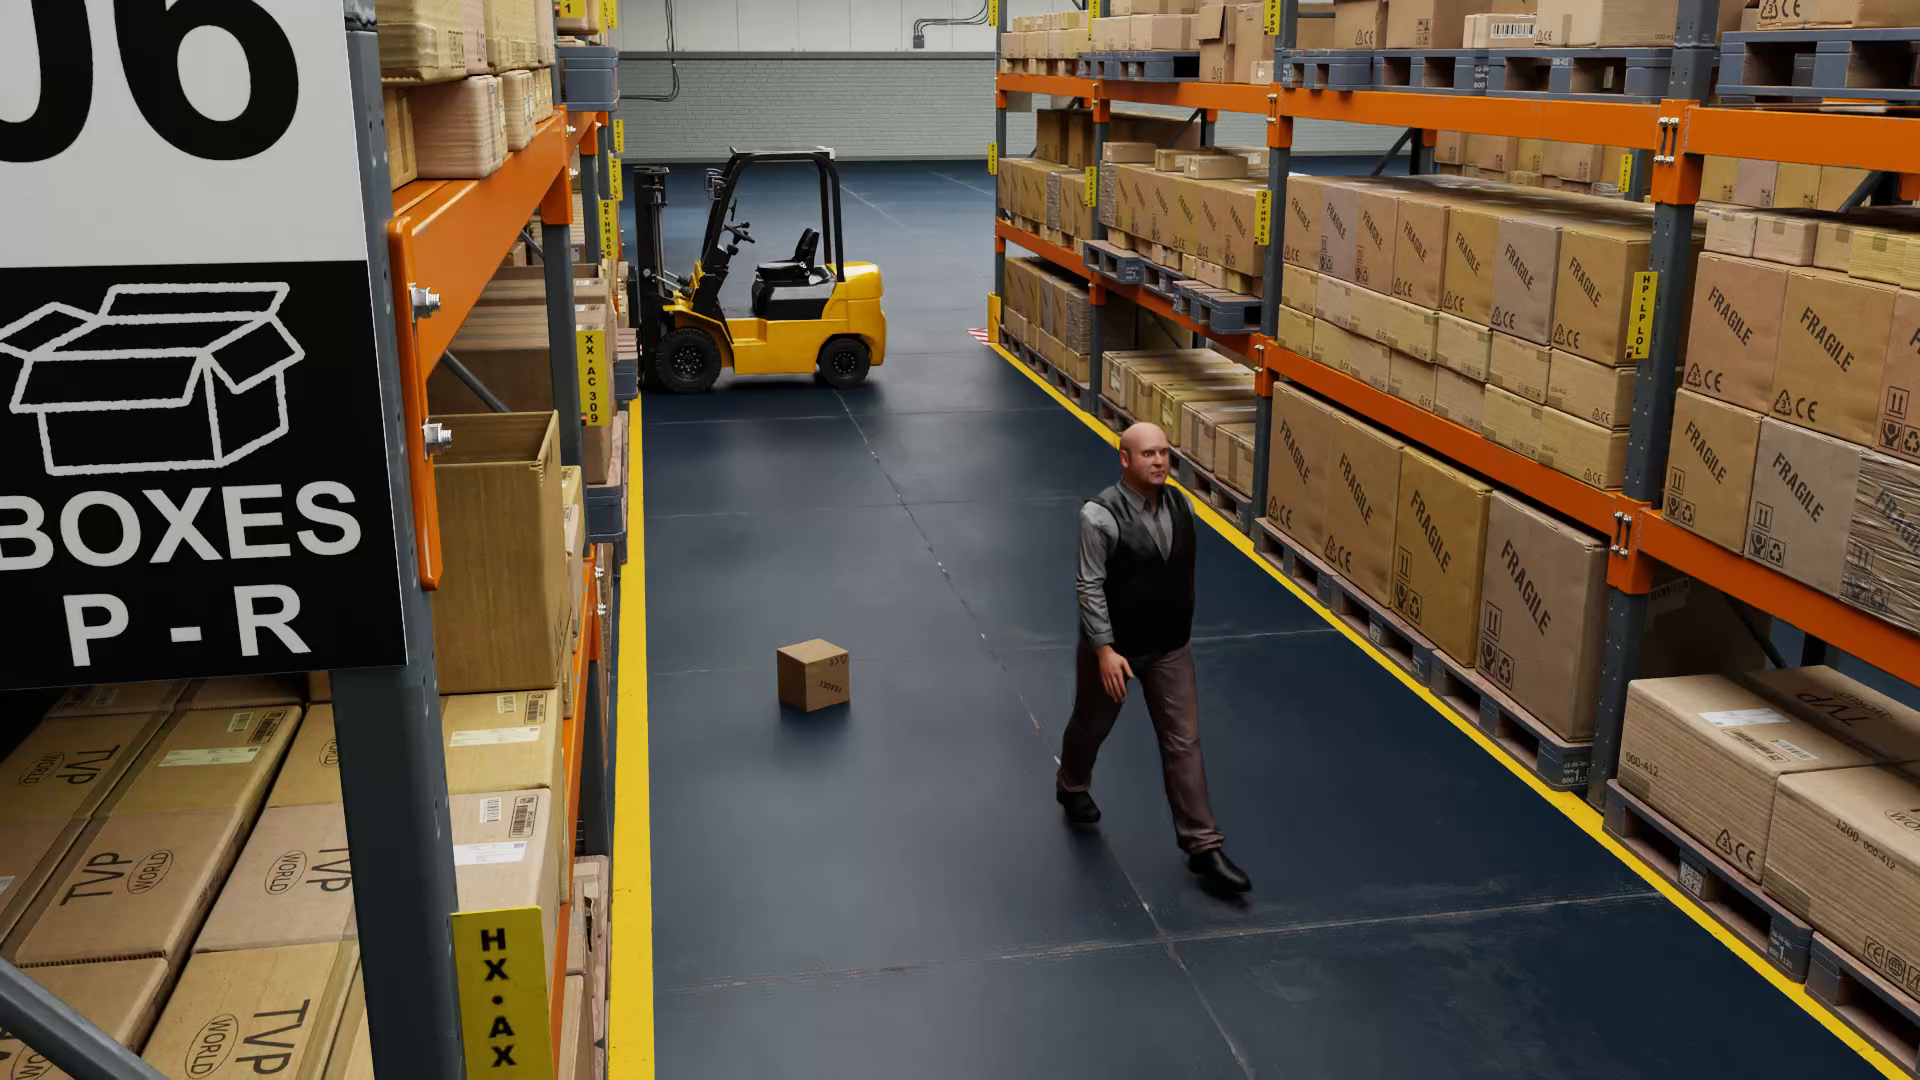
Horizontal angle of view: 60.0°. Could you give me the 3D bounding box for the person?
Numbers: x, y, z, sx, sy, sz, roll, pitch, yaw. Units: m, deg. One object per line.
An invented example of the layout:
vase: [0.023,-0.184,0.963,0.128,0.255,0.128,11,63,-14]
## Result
person: [0.699,0.388,6.198,0.589,1.657,1.035,-7,18,-23]
